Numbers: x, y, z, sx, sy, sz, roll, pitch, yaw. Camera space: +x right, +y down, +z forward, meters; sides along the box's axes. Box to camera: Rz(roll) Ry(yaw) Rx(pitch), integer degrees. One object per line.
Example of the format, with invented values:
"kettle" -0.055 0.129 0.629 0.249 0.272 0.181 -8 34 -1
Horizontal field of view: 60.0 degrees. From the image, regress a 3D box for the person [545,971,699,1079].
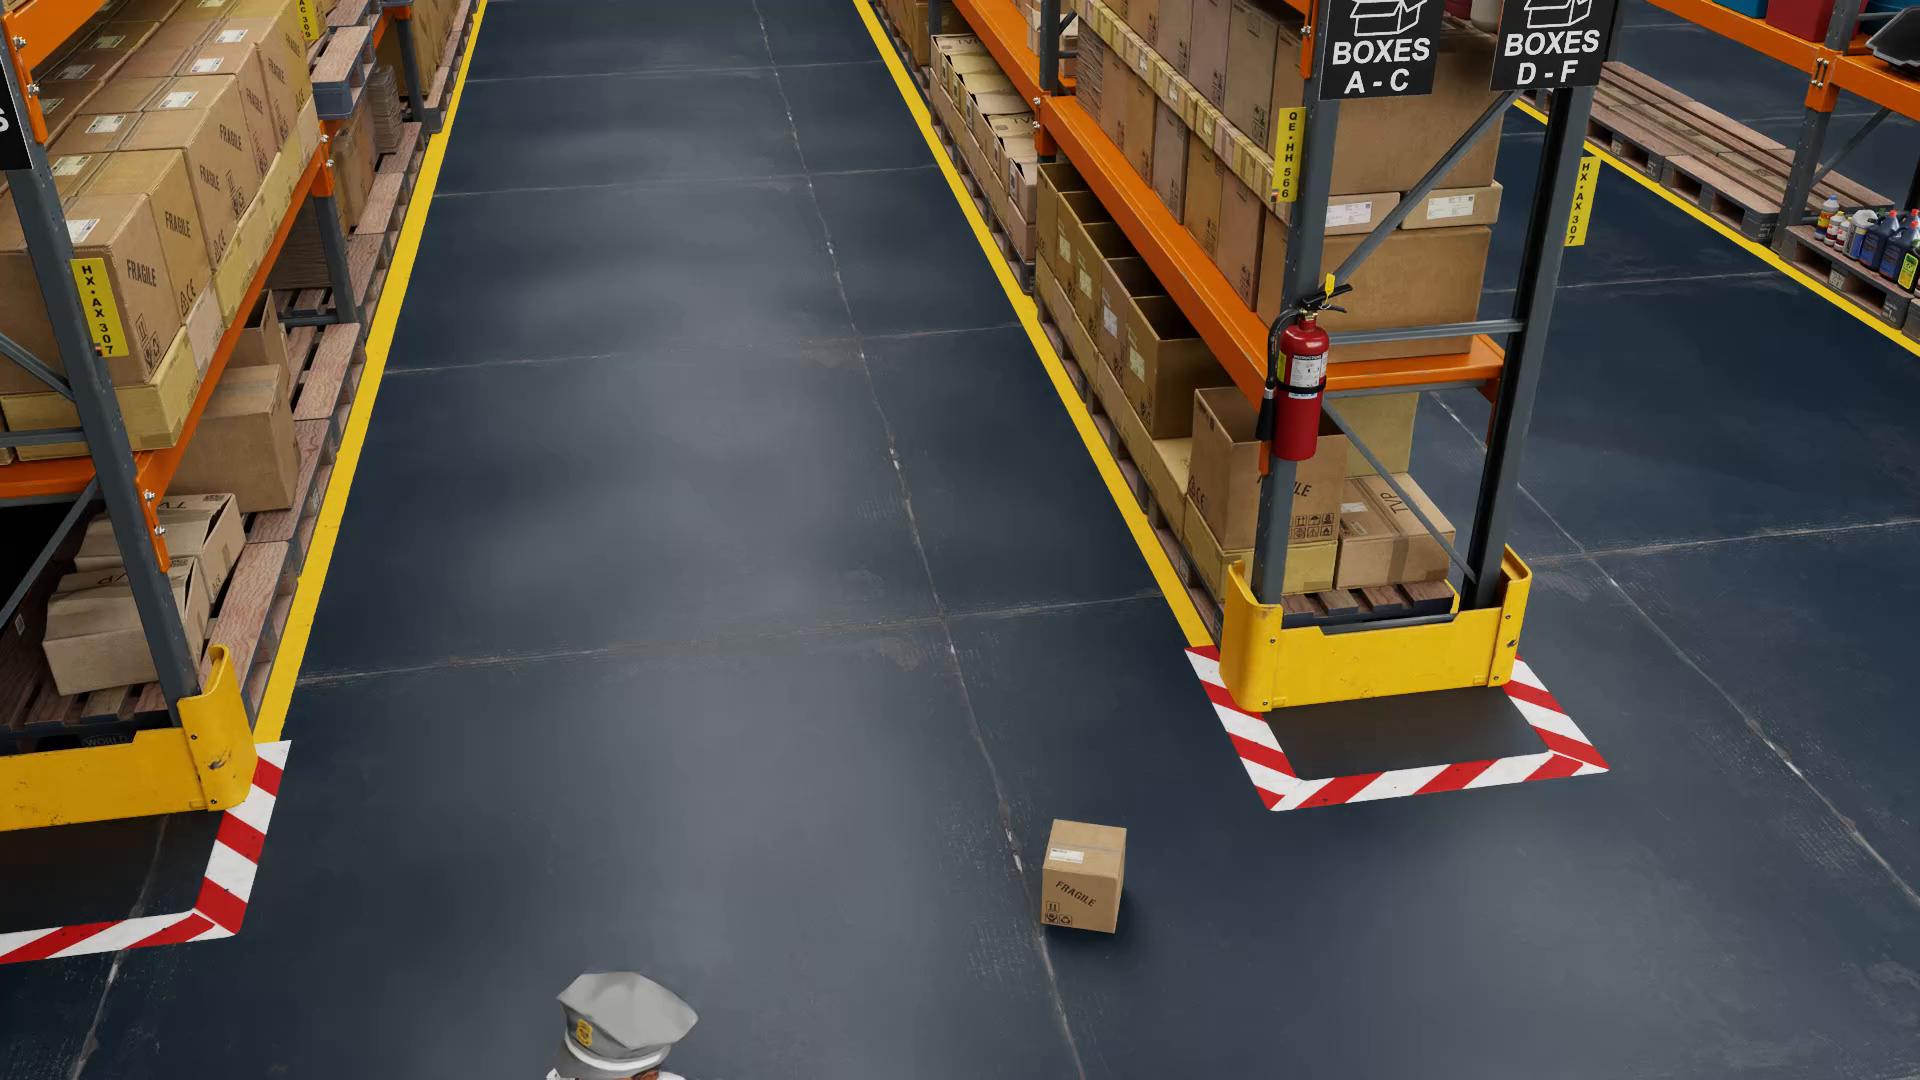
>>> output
"person" -0.660 1.537 3.495 0.453 1.671 0.602 12 33 19
